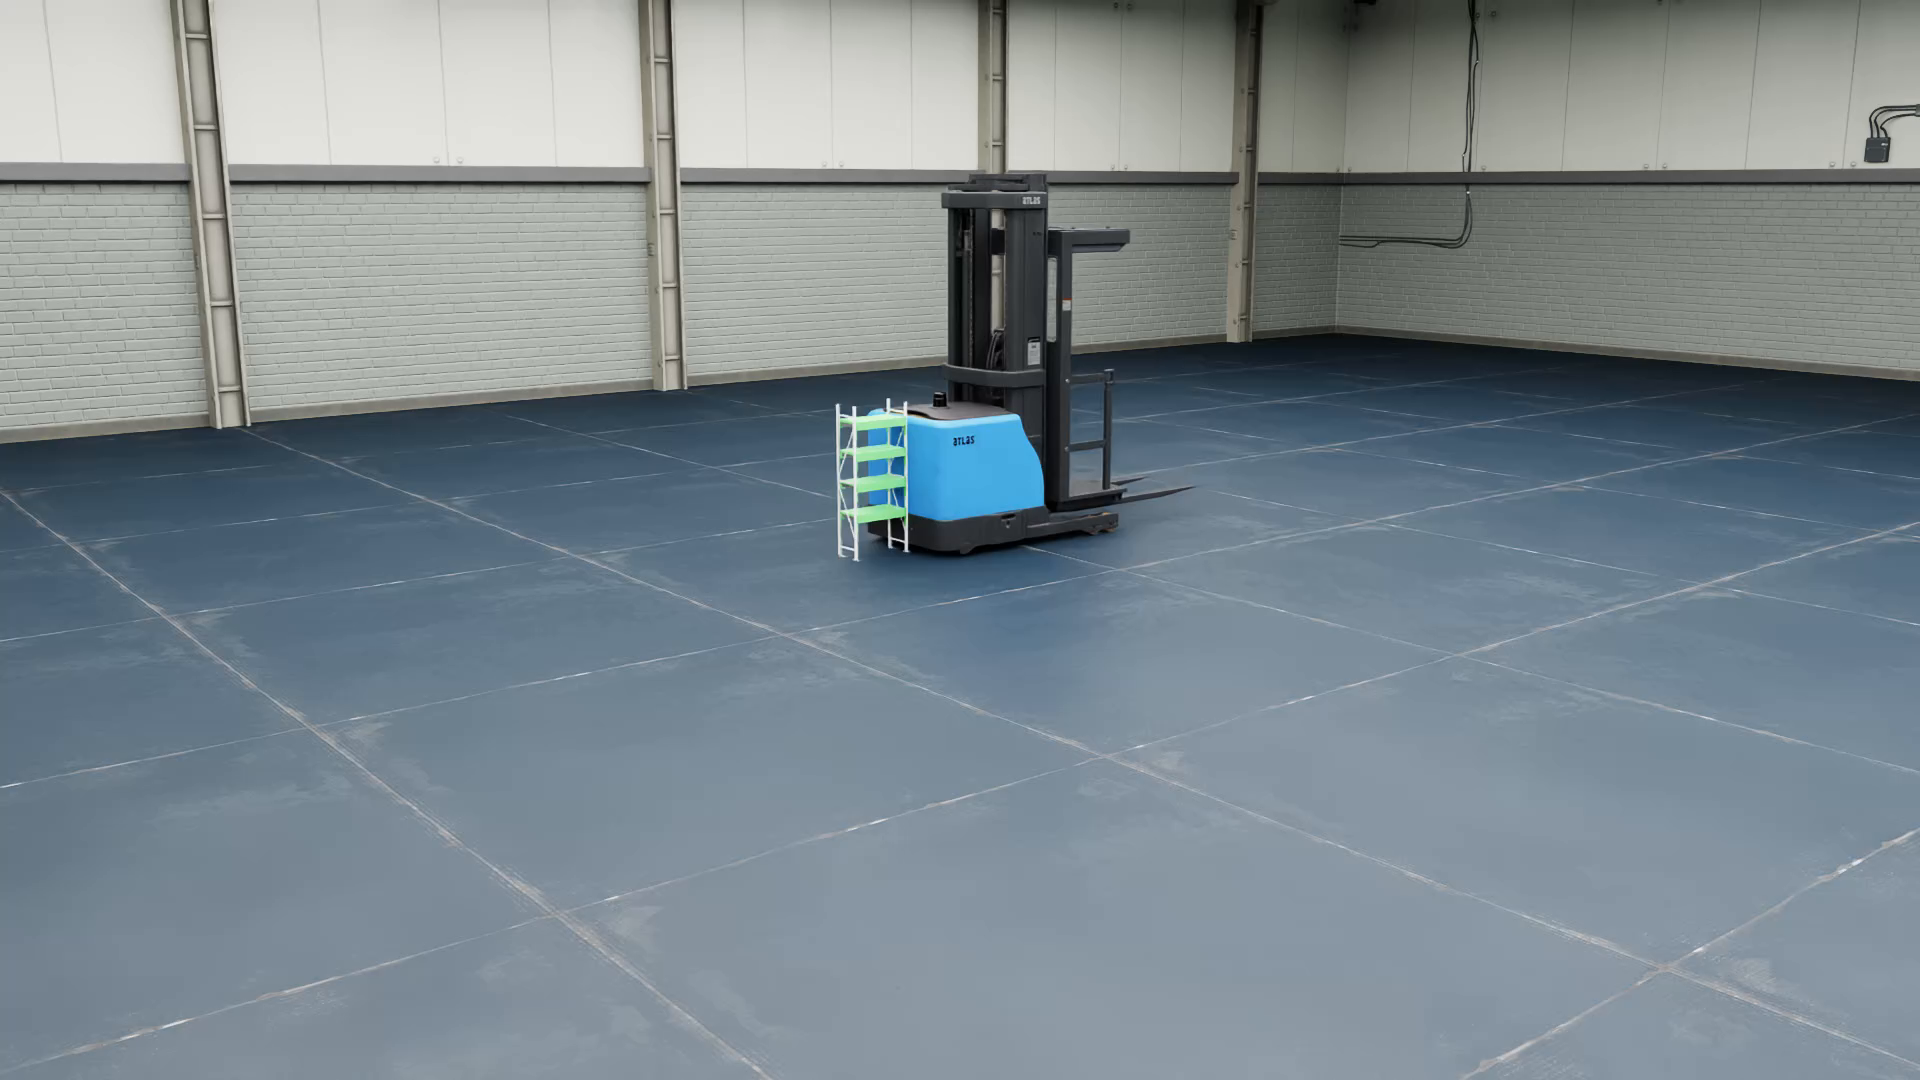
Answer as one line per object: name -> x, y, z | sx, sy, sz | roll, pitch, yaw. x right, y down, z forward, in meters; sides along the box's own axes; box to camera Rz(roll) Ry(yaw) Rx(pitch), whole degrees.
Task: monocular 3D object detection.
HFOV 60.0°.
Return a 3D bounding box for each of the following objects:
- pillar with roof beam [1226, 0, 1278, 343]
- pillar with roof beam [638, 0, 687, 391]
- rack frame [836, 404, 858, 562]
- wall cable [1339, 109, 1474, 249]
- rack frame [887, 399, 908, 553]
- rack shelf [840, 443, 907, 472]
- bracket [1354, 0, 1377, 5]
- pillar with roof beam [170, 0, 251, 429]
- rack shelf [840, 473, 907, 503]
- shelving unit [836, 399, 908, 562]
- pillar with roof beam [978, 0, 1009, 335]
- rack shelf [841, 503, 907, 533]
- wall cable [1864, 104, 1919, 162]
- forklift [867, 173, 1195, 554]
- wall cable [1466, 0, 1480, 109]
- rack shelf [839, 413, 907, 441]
pillar with roof beam -> 7.908, -7.422, 26.919 | 0.548, 9.000, 9.100 | -9, 15, -38
pillar with roof beam -> -1.462, -5.865, 19.586 | 0.400, 9.000, 9.100 | -9, 15, -38
rack frame -> -0.871, -0.440, 12.814 | 0.015, 1.200, 0.240 | -10, 15, -38
wall cable -> 8.346, -6.770, 31.320 | 0.112, 2.526, 3.097 | -9, 15, -38
rack frame -> -0.492, -0.504, 13.115 | 0.015, 1.200, 0.240 | -10, 15, -38
rack shelf -> -0.681, -0.645, 12.928 | 0.480, 0.148, 0.258 | -10, 15, -38
bracket -> 7.616, -10.185, 31.264 | 0.430, 0.232, 0.235 | -9, 15, -38
pillar with roof beam -> -6.147, -5.087, 15.920 | 0.400, 9.000, 9.100 | -9, 15, -38
rack shelf -> -0.681, -0.410, 12.978 | 0.480, 0.148, 0.258 | -10, 15, -38
shelving unit -> -0.681, -0.472, 12.964 | 0.503, 1.200, 0.258 | -10, 15, -38
pillar with roof beam -> 3.223, -6.644, 23.253 | 0.400, 9.000, 9.100 | -9, 15, -38
rack shelf -> -0.681, -0.175, 13.027 | 0.480, 0.148, 0.258 | -10, 15, -38
wall cable -> 14.264, -8.410, 23.383 | 0.169, 6.003, 2.305 | -9, 15, -38
forklift -> 0.706, -1.549, 13.866 | 3.031, 2.935, 1.130 | -10, 15, -38
wall cable -> 10.036, -8.801, 28.729 | 0.112, 2.526, 3.097 | -9, 15, -38
rack shelf -> -0.681, -0.879, 12.878 | 0.480, 0.148, 0.258 | -10, 15, -38
